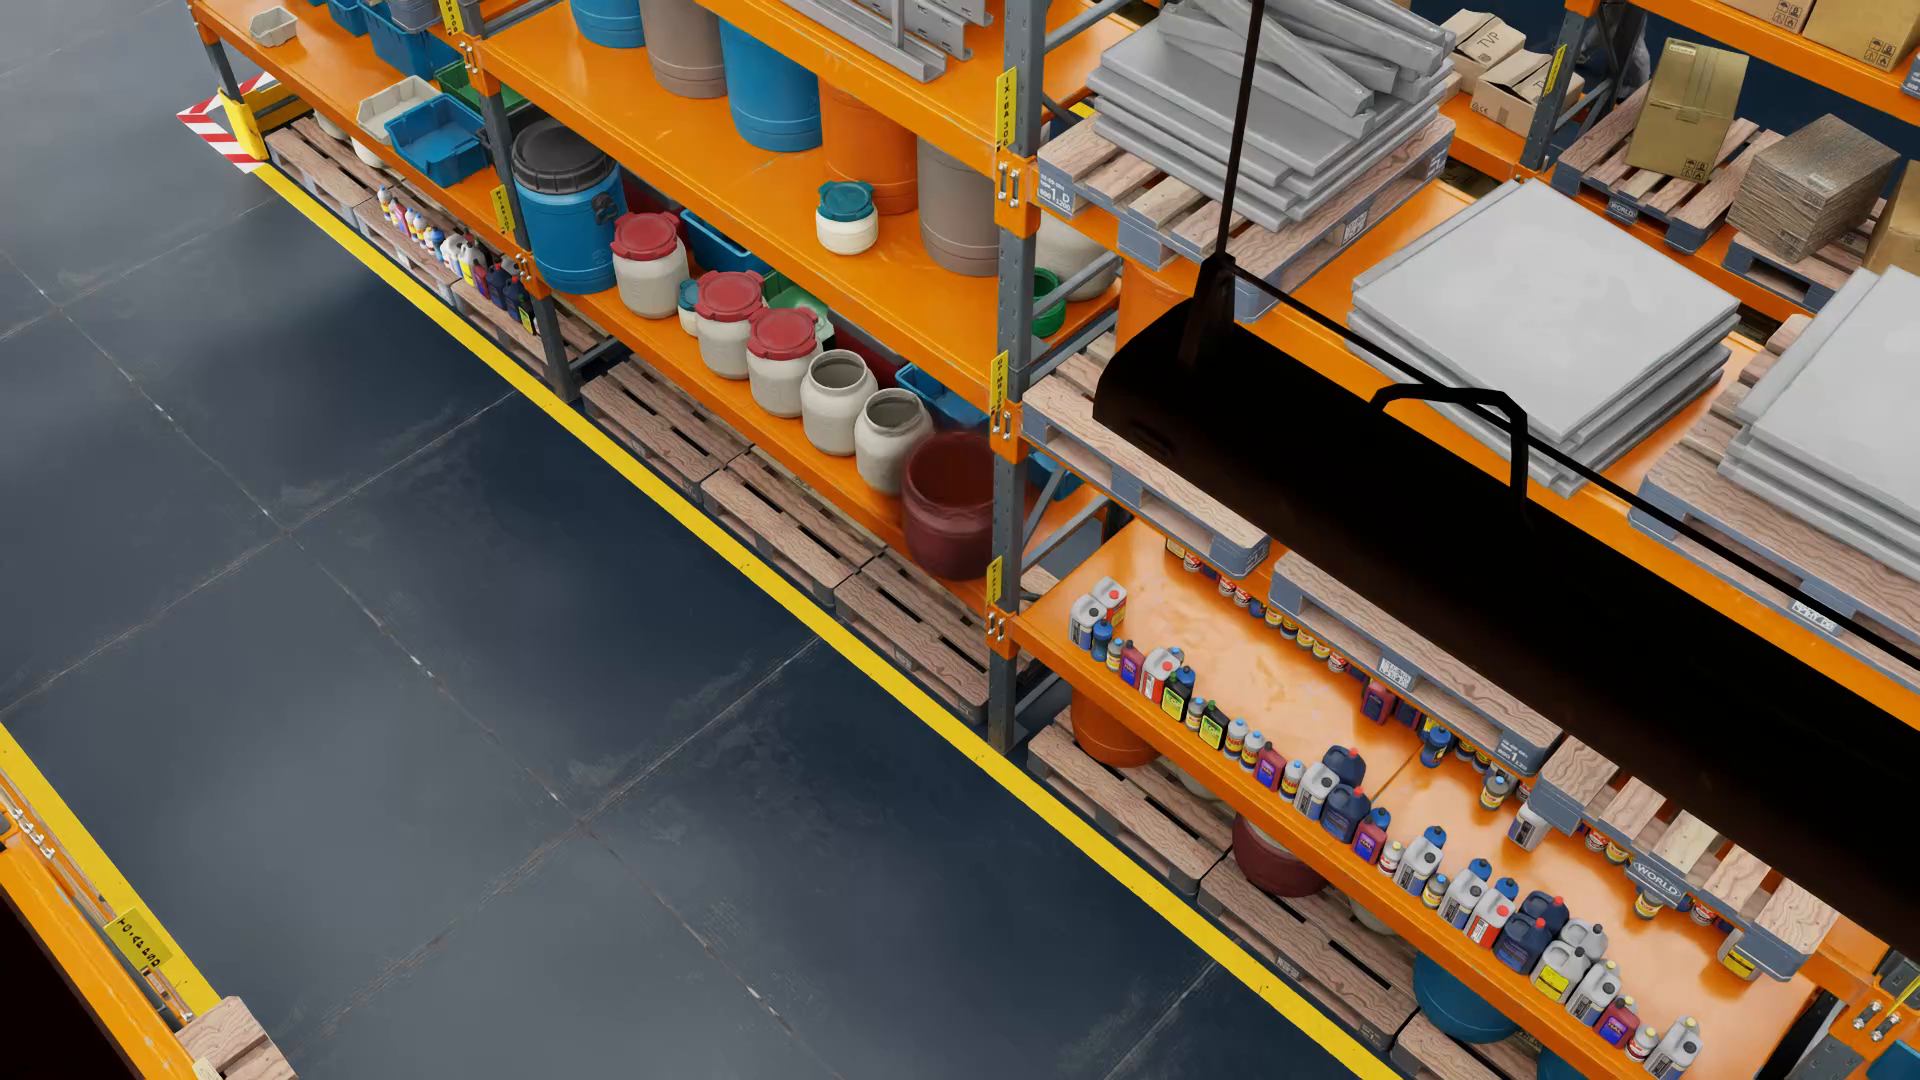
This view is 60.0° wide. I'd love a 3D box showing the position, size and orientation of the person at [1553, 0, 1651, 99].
[{"bbox_3d":[5.159,-4.287,12.828,0.925,1.722,0.610,30,56,23],"label":"person"}]
